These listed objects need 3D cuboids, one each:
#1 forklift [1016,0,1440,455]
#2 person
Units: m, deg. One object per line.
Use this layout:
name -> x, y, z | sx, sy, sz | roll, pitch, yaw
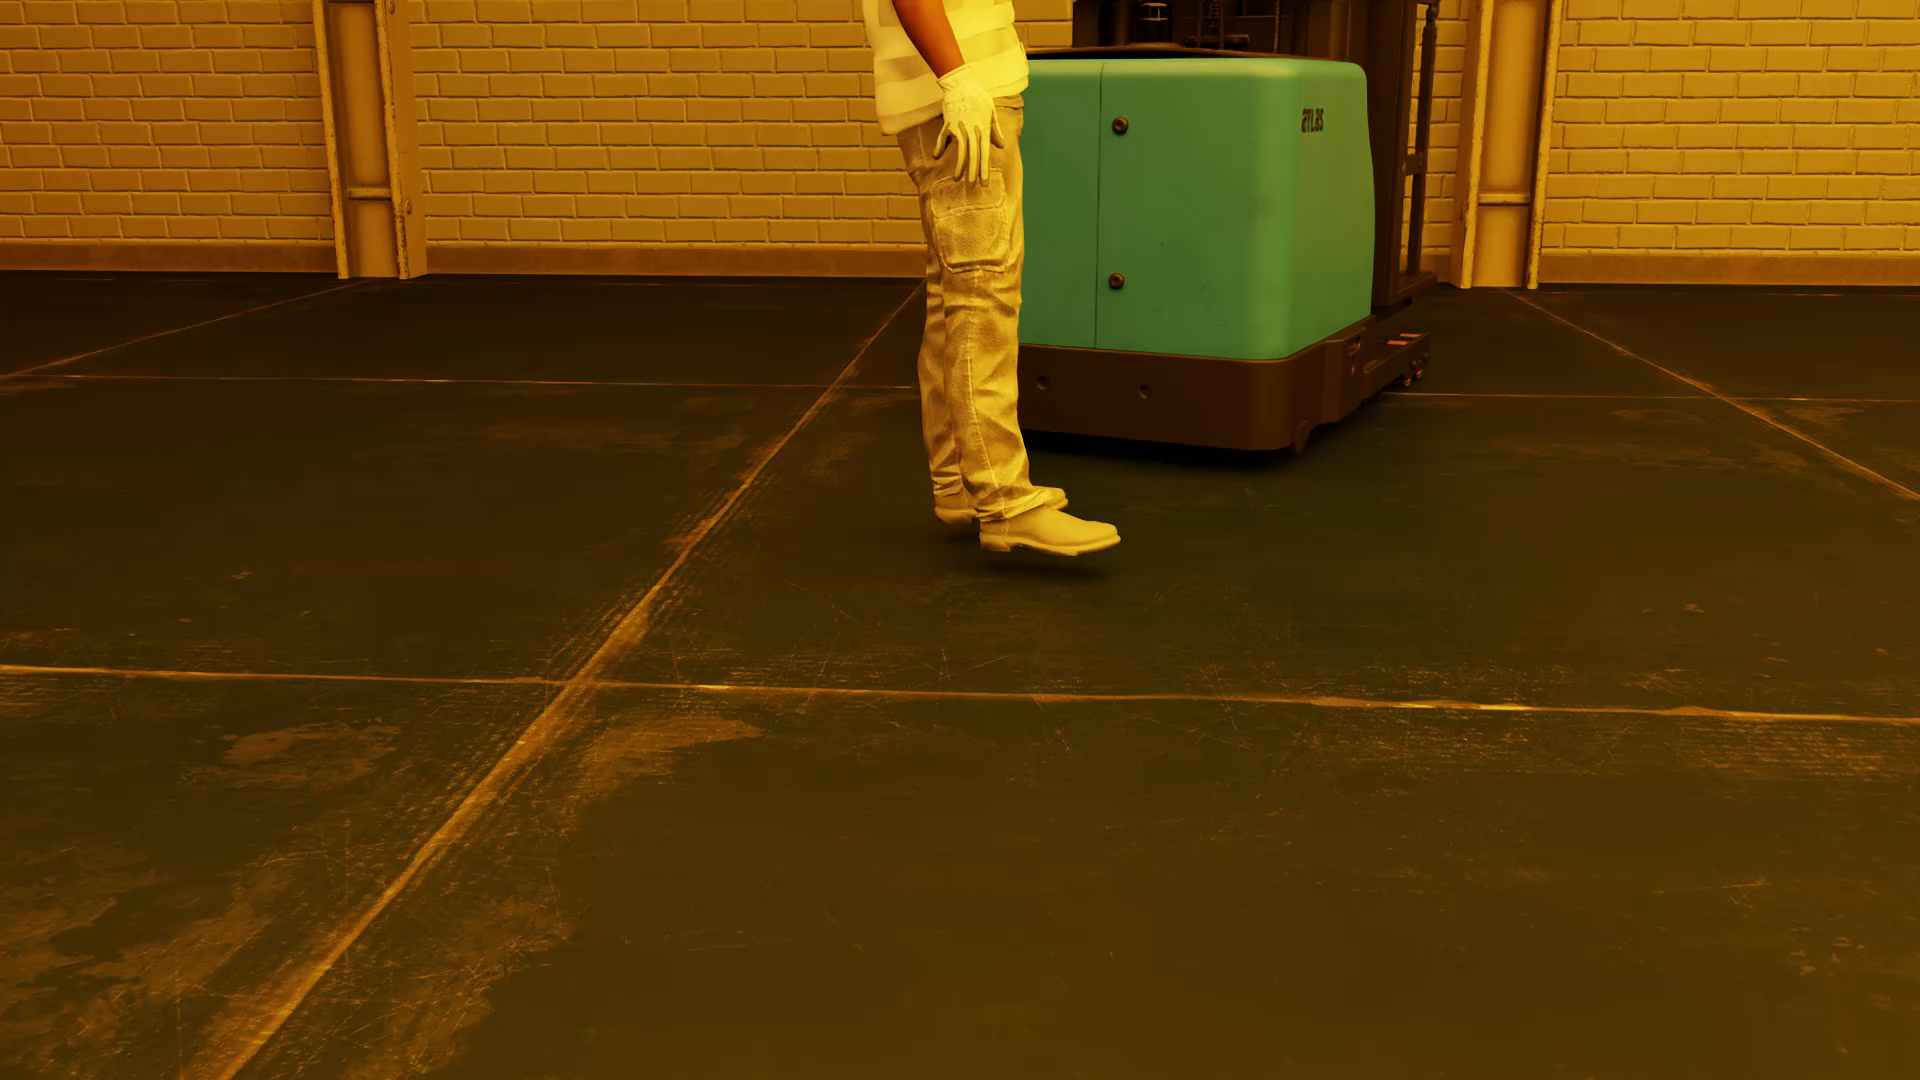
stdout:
forklift -> 1.033, -1.988, 5.539 | 1.130, 2.935, 3.031 | 7, 17, 25
person -> 0.071, -0.903, 3.554 | 0.577, 1.781, 0.656 | 1, 15, 4
